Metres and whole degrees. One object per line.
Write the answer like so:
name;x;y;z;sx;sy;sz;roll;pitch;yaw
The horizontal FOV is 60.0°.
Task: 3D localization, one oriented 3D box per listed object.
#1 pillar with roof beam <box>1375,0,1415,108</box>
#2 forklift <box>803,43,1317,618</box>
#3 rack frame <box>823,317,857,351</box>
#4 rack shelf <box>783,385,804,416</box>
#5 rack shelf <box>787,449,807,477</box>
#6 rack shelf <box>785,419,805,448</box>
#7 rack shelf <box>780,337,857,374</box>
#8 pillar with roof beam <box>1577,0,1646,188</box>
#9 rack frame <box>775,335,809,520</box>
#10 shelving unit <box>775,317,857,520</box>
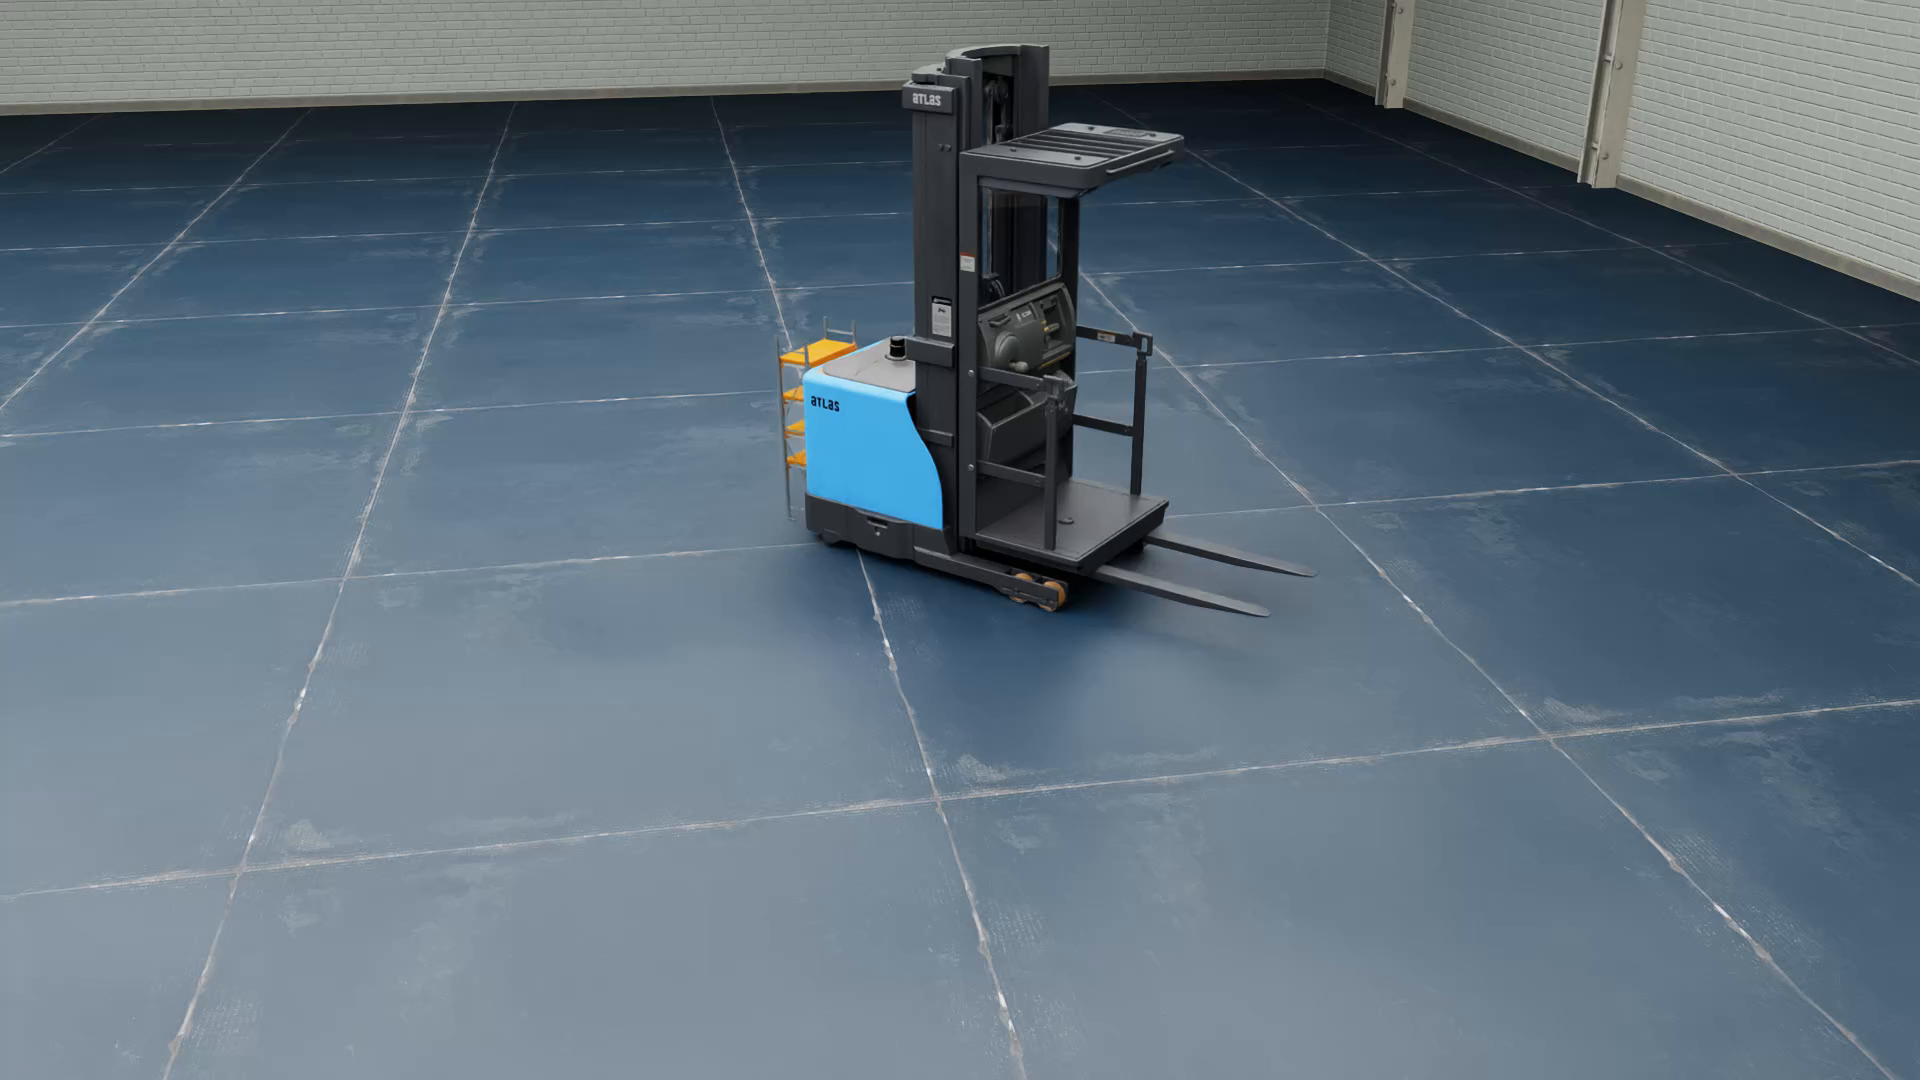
pillar with roof beam;2.350;-10.458;22.951;9.100;9.000;0.400;-4;24;-10
forklift;0.556;-1.185;9.301;3.031;2.935;1.130;15;28;31
rack frame;-0.740;-0.830;10.642;0.240;1.200;0.015;13;27;31
rack shelf;-0.877;-0.892;10.394;0.258;0.148;0.480;13;27;31
rack shelf;-0.866;-0.503;10.556;0.258;0.148;0.480;13;27;31
rack shelf;-0.871;-0.686;10.480;0.258;0.148;0.480;13;27;31
rack shelf;-0.882;-1.111;10.302;0.258;0.148;0.480;13;27;31
pillar with roof beam;3.460;-8.098;17.548;9.100;9.000;0.400;-4;24;-10
rack frame;-1.005;-0.666;10.266;0.240;1.200;0.015;13;27;31
shelving unit;-0.873;-0.748;10.454;0.258;1.200;0.503;13;27;31
